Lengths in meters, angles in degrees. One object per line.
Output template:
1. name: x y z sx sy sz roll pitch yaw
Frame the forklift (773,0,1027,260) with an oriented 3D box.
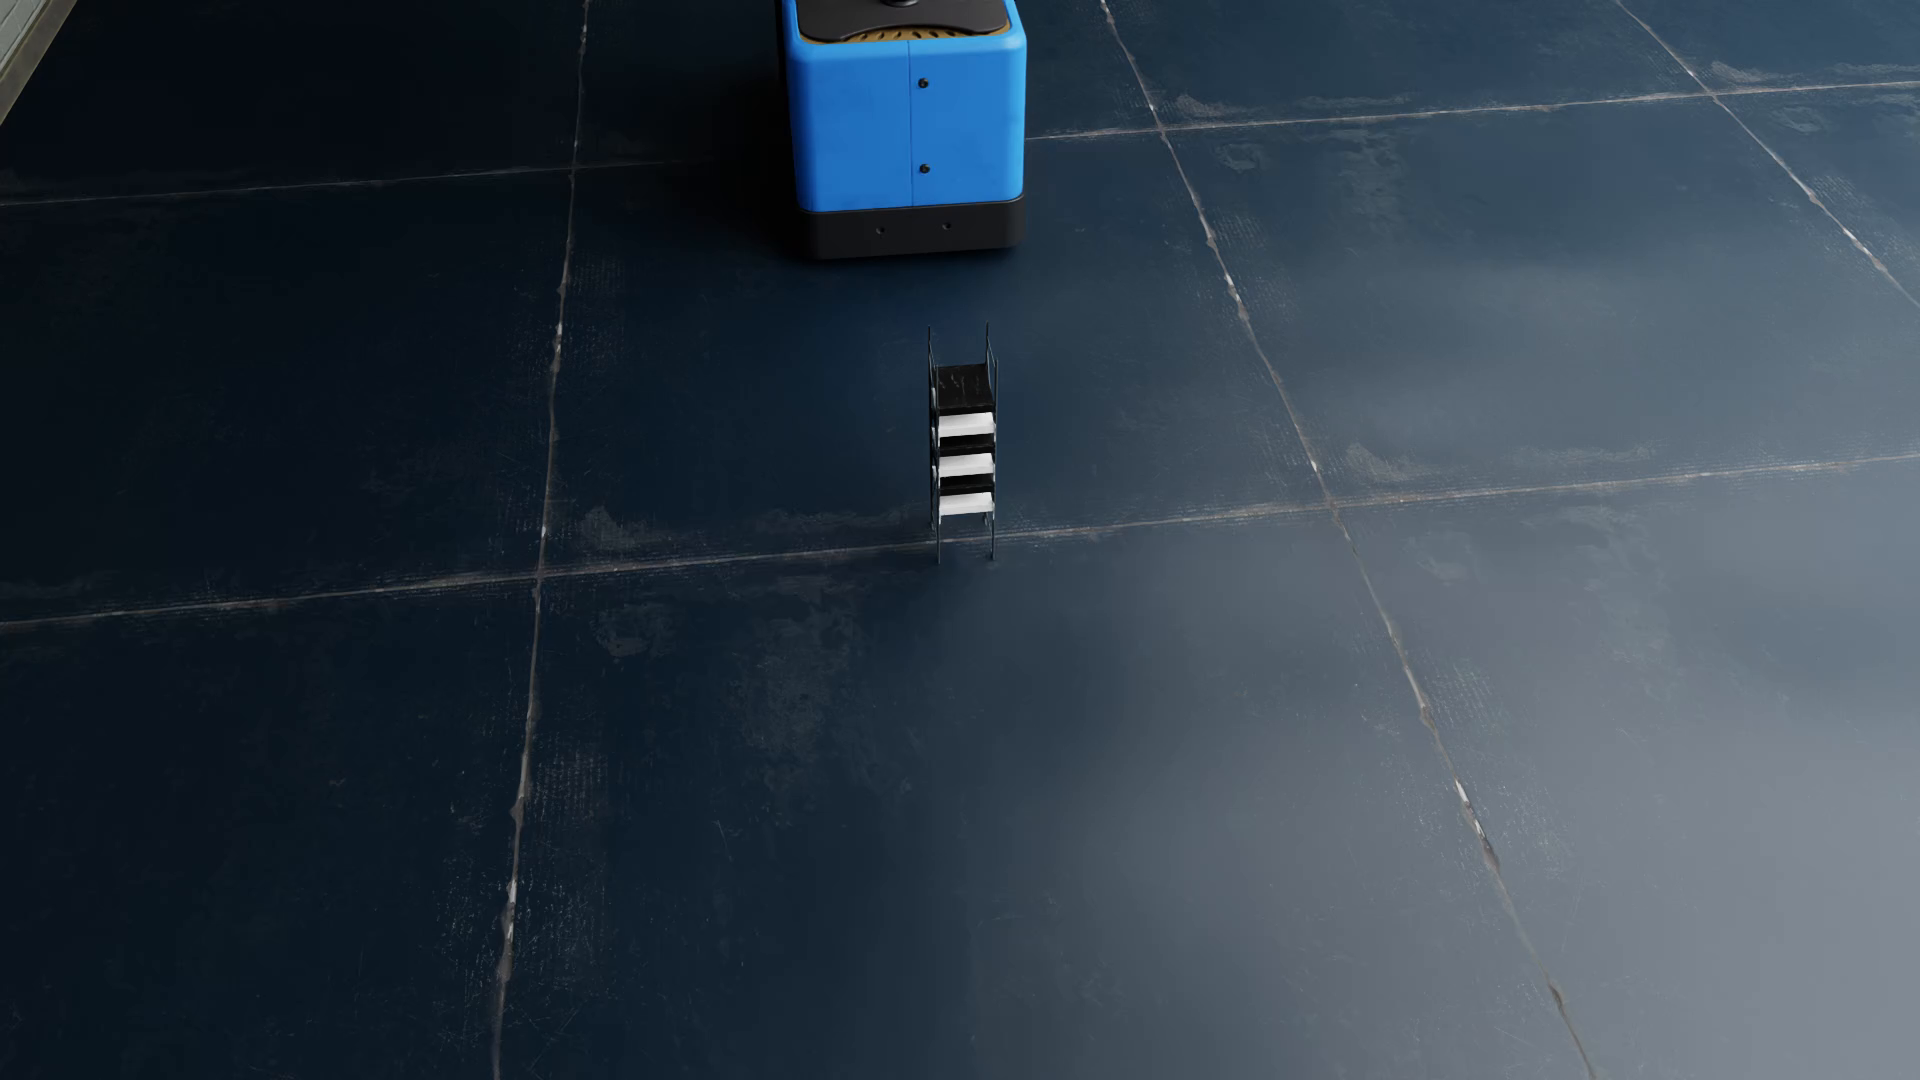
1. forklift: -0.389 -3.349 7.774 1.130 2.935 3.031 -5 42 -5

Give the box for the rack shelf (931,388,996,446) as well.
1. rack shelf: 0.008 -0.444 5.851 0.200 0.077 0.258 -5 42 -6

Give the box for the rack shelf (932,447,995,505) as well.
1. rack shelf: 0.008 -0.243 6.032 0.200 0.077 0.258 -5 42 -6

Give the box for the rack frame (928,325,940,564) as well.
1. rack frame: -0.093 -0.326 5.940 0.006 0.900 0.240 -5 42 -6

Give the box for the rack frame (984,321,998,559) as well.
1. rack frame: 0.109 -0.344 5.959 0.006 0.900 0.240 -5 42 -6

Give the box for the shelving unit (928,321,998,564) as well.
1. shelving unit: 0.008 -0.335 5.949 0.210 0.900 0.258 -5 42 -6

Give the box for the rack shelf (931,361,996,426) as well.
1. rack shelf: 0.008 -0.511 5.791 0.200 0.077 0.258 -5 42 -6

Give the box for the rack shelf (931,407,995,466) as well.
1. rack shelf: 0.008 -0.377 5.911 0.200 0.077 0.258 -5 42 -6

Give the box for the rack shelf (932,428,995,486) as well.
1. rack shelf: 0.008 -0.310 5.972 0.200 0.077 0.258 -5 42 -6

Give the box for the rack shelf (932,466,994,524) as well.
1. rack shelf: 0.008 -0.176 6.092 0.200 0.077 0.258 -5 42 -6
